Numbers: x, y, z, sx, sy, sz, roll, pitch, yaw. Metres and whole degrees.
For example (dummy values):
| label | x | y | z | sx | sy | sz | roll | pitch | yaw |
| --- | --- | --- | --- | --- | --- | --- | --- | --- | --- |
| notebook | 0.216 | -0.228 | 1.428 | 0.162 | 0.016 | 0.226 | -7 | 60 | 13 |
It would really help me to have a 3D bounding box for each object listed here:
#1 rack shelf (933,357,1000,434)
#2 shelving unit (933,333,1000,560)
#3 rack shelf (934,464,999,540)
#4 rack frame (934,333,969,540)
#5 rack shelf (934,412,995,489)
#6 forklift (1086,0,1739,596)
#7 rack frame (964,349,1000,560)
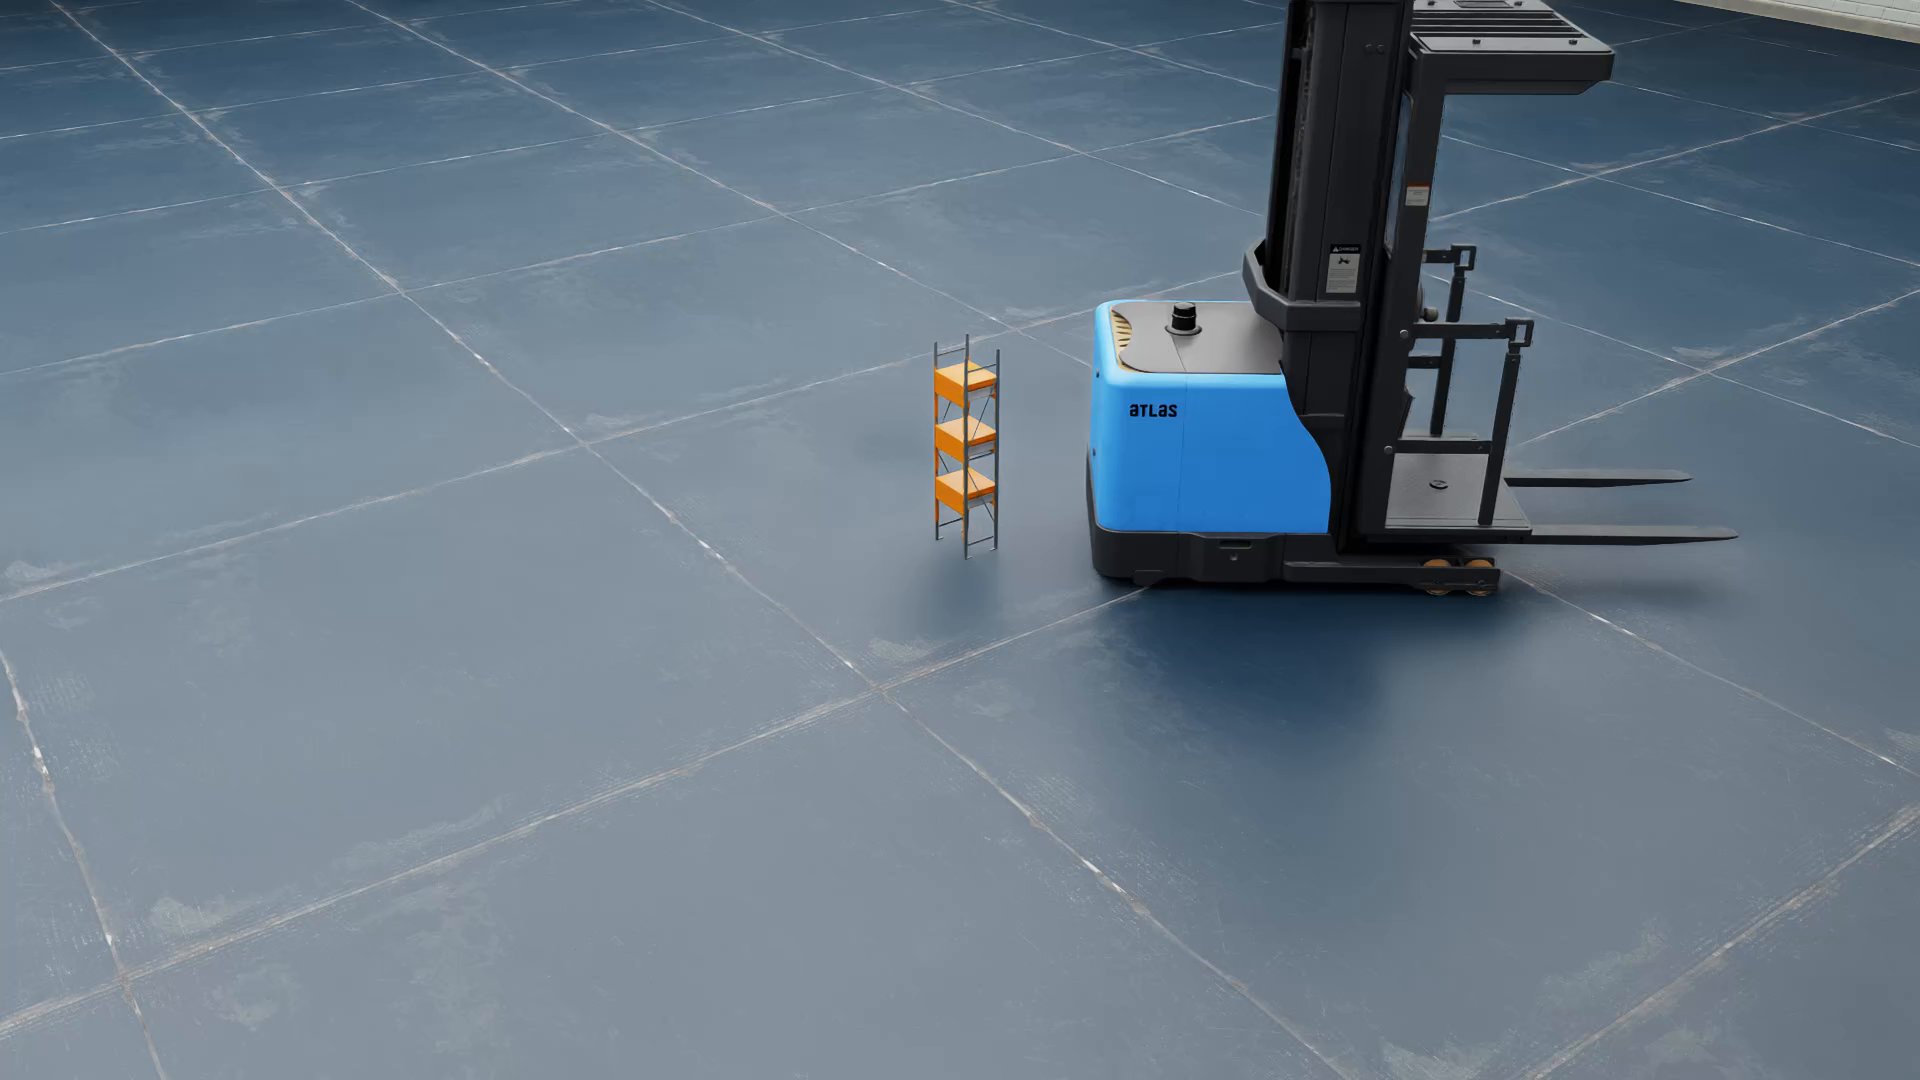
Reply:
| label | x | y | z | sx | sy | sz | roll | pitch | yaw |
| --- | --- | --- | --- | --- | --- | --- | --- | --- | --- |
| rack shelf | 0.031 | -0.681 | 7.831 | 0.215 | 0.259 | 0.240 | -19 | 34 | -31 |
| shelving unit | 0.031 | -0.441 | 7.961 | 0.215 | 1.050 | 0.252 | -19 | 34 | -31 |
| rack shelf | 0.031 | -0.187 | 8.099 | 0.215 | 0.259 | 0.240 | -19 | 34 | -31 |
| rack frame | -0.040 | -0.488 | 8.048 | 0.200 | 1.050 | 0.008 | -19 | 34 | -31 |
| rack shelf | 0.031 | -0.431 | 7.966 | 0.215 | 0.259 | 0.240 | -19 | 34 | -31 |
| forklift | 2.156 | -1.285 | 7.544 | 3.031 | 2.935 | 1.130 | 1 | 29 | 1 |
| rack frame | 0.102 | -0.393 | 7.874 | 0.200 | 1.050 | 0.008 | -19 | 34 | -31 |
